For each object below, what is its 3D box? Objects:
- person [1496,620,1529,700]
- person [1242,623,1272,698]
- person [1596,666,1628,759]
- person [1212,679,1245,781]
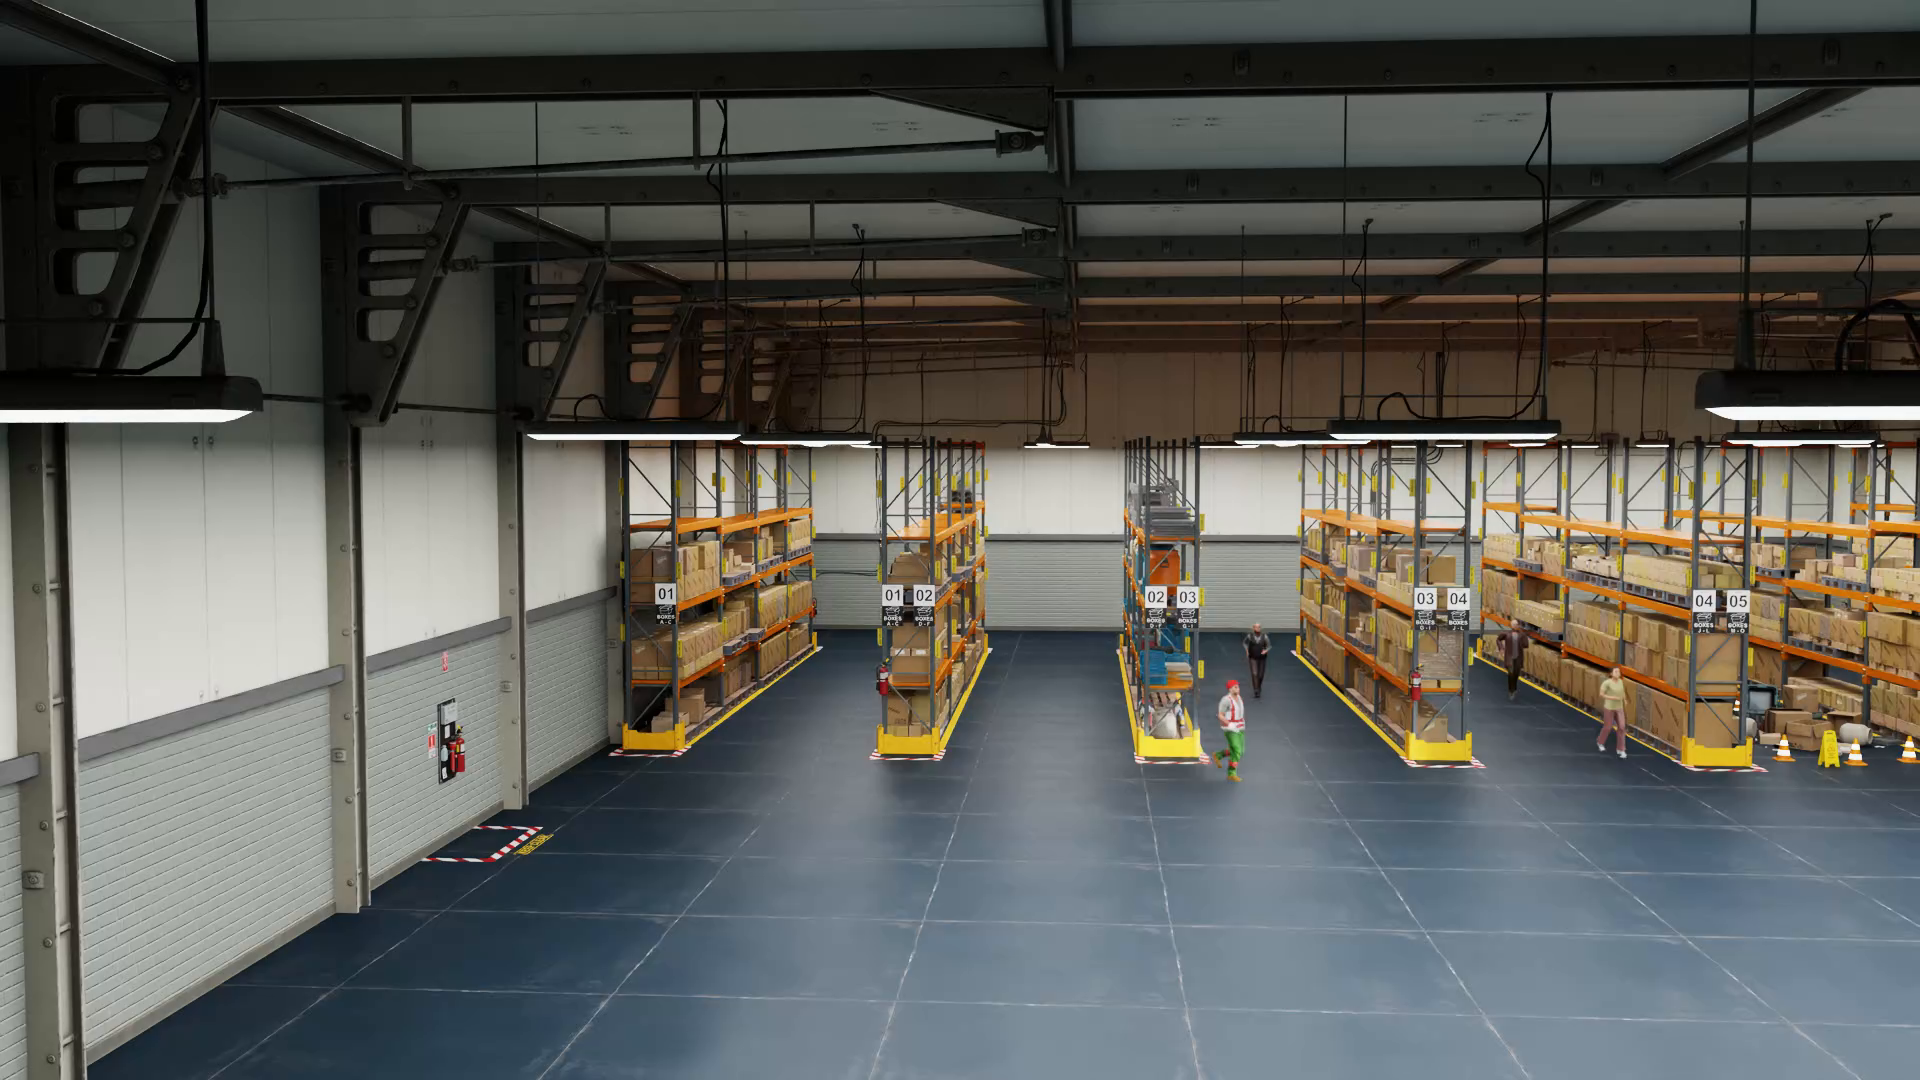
[{"bbox_3d":[12.854,2.805,38.631,0.693,1.768,0.823,0,3,6],"label":"person"},{"bbox_3d":[6.914,2.782,38.689,0.671,1.709,0.913,0,3,3],"label":"person"},{"bbox_3d":[12.289,3.211,31.304,0.594,1.716,0.819,0,3,-9],"label":"person"},{"bbox_3d":[4.703,3.300,29.013,0.690,1.764,0.675,3,4,45],"label":"person"}]
